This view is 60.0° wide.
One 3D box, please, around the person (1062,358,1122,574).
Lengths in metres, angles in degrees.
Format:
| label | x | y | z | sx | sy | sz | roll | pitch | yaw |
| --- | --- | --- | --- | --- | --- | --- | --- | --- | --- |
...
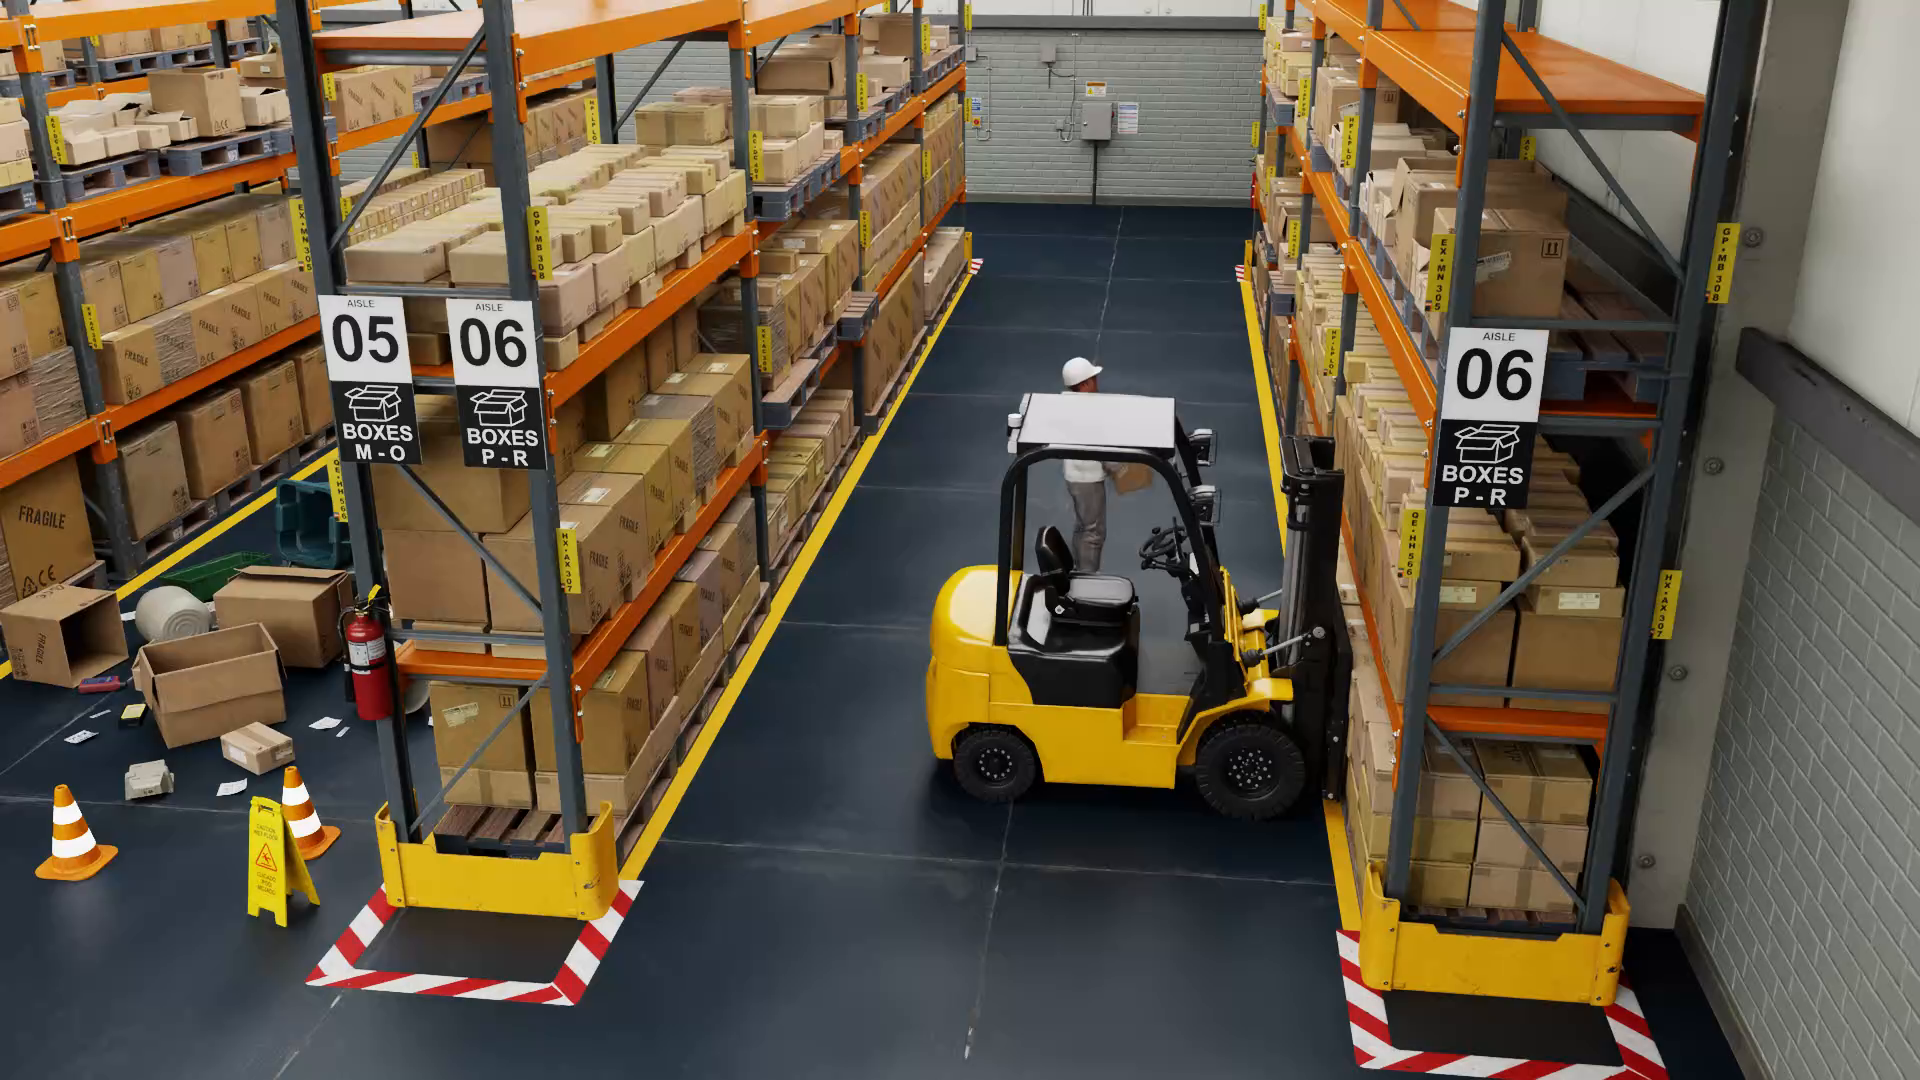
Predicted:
| label | x | y | z | sx | sy | sz | roll | pitch | yaw |
| --- | --- | --- | --- | --- | --- | --- | --- | --- | --- |
| person | 1.007 | -0.474 | 12.274 | 0.540 | 1.776 | 0.531 | -1 | 21 | -2 |
